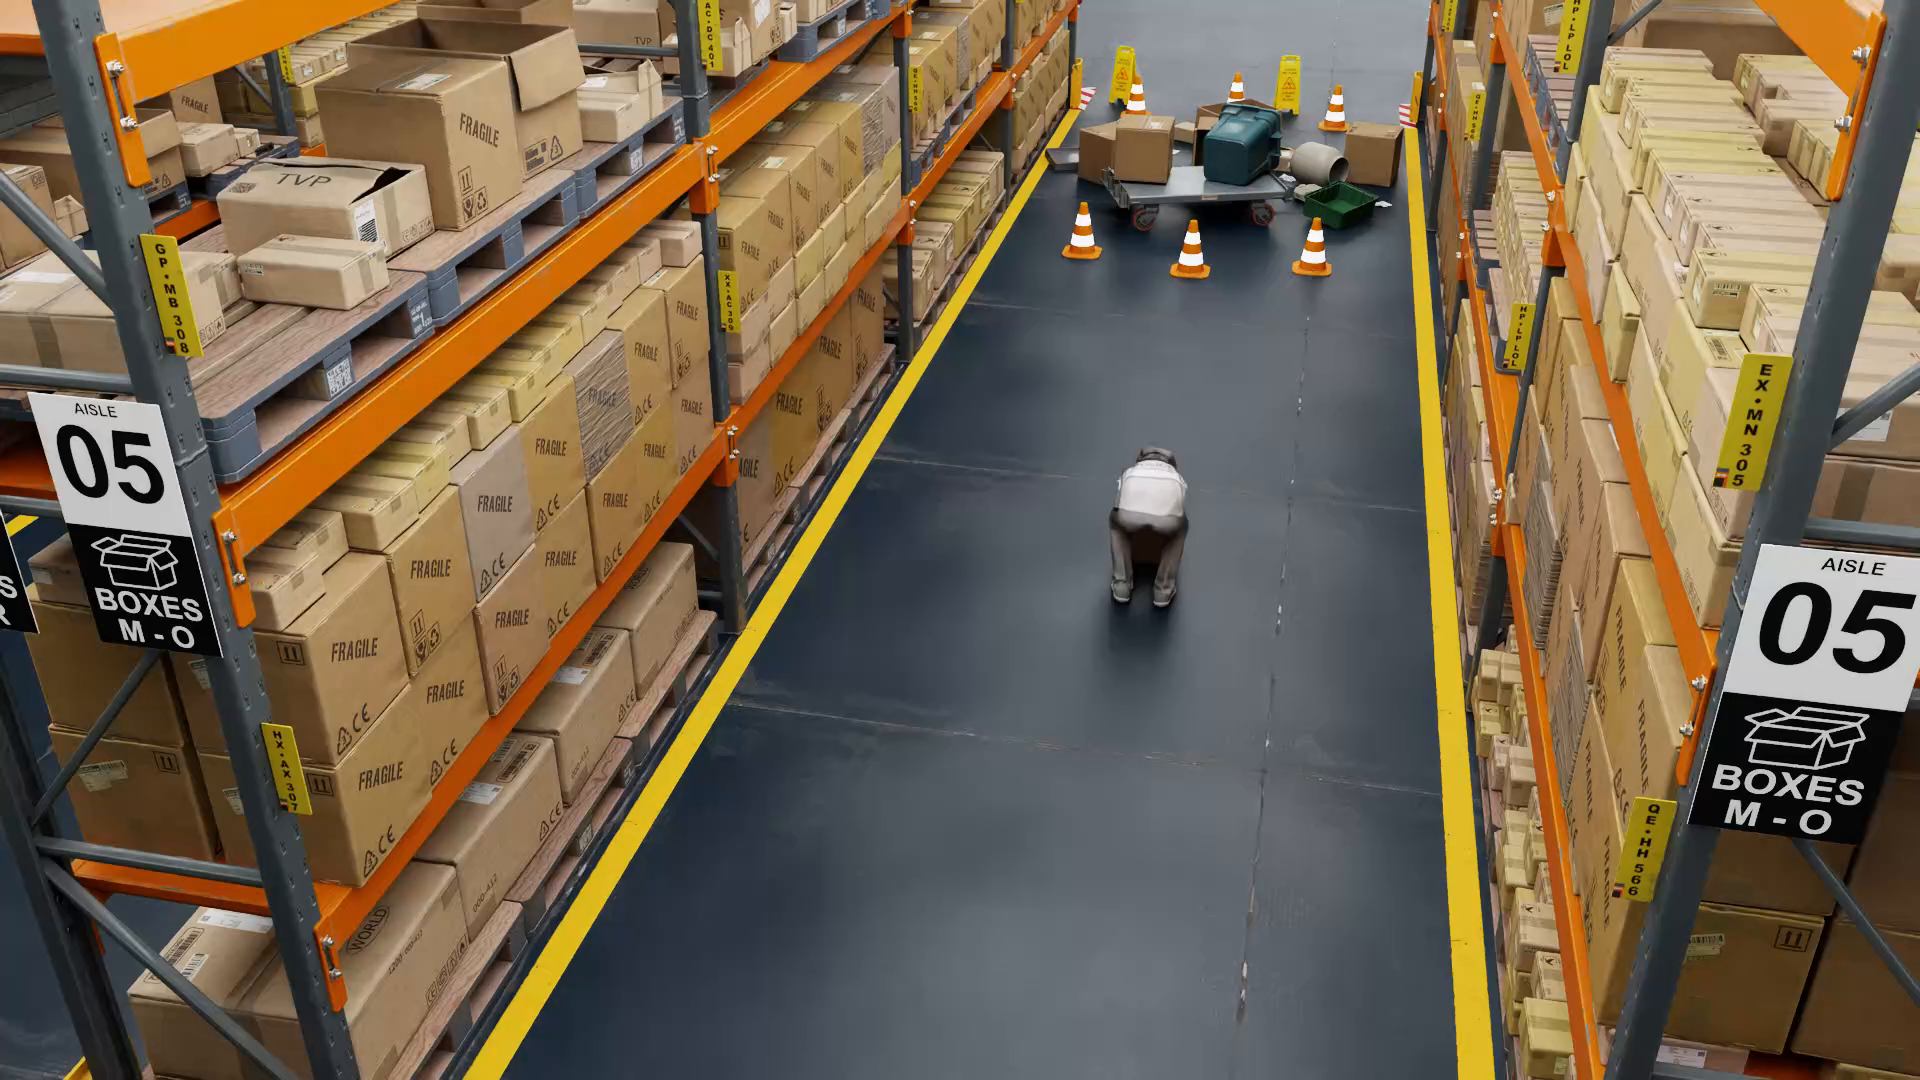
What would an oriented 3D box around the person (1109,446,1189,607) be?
[{"bbox_3d":[1.099,-0.125,9.667,0.466,0.861,0.881,5,29,8],"label":"person"}]
